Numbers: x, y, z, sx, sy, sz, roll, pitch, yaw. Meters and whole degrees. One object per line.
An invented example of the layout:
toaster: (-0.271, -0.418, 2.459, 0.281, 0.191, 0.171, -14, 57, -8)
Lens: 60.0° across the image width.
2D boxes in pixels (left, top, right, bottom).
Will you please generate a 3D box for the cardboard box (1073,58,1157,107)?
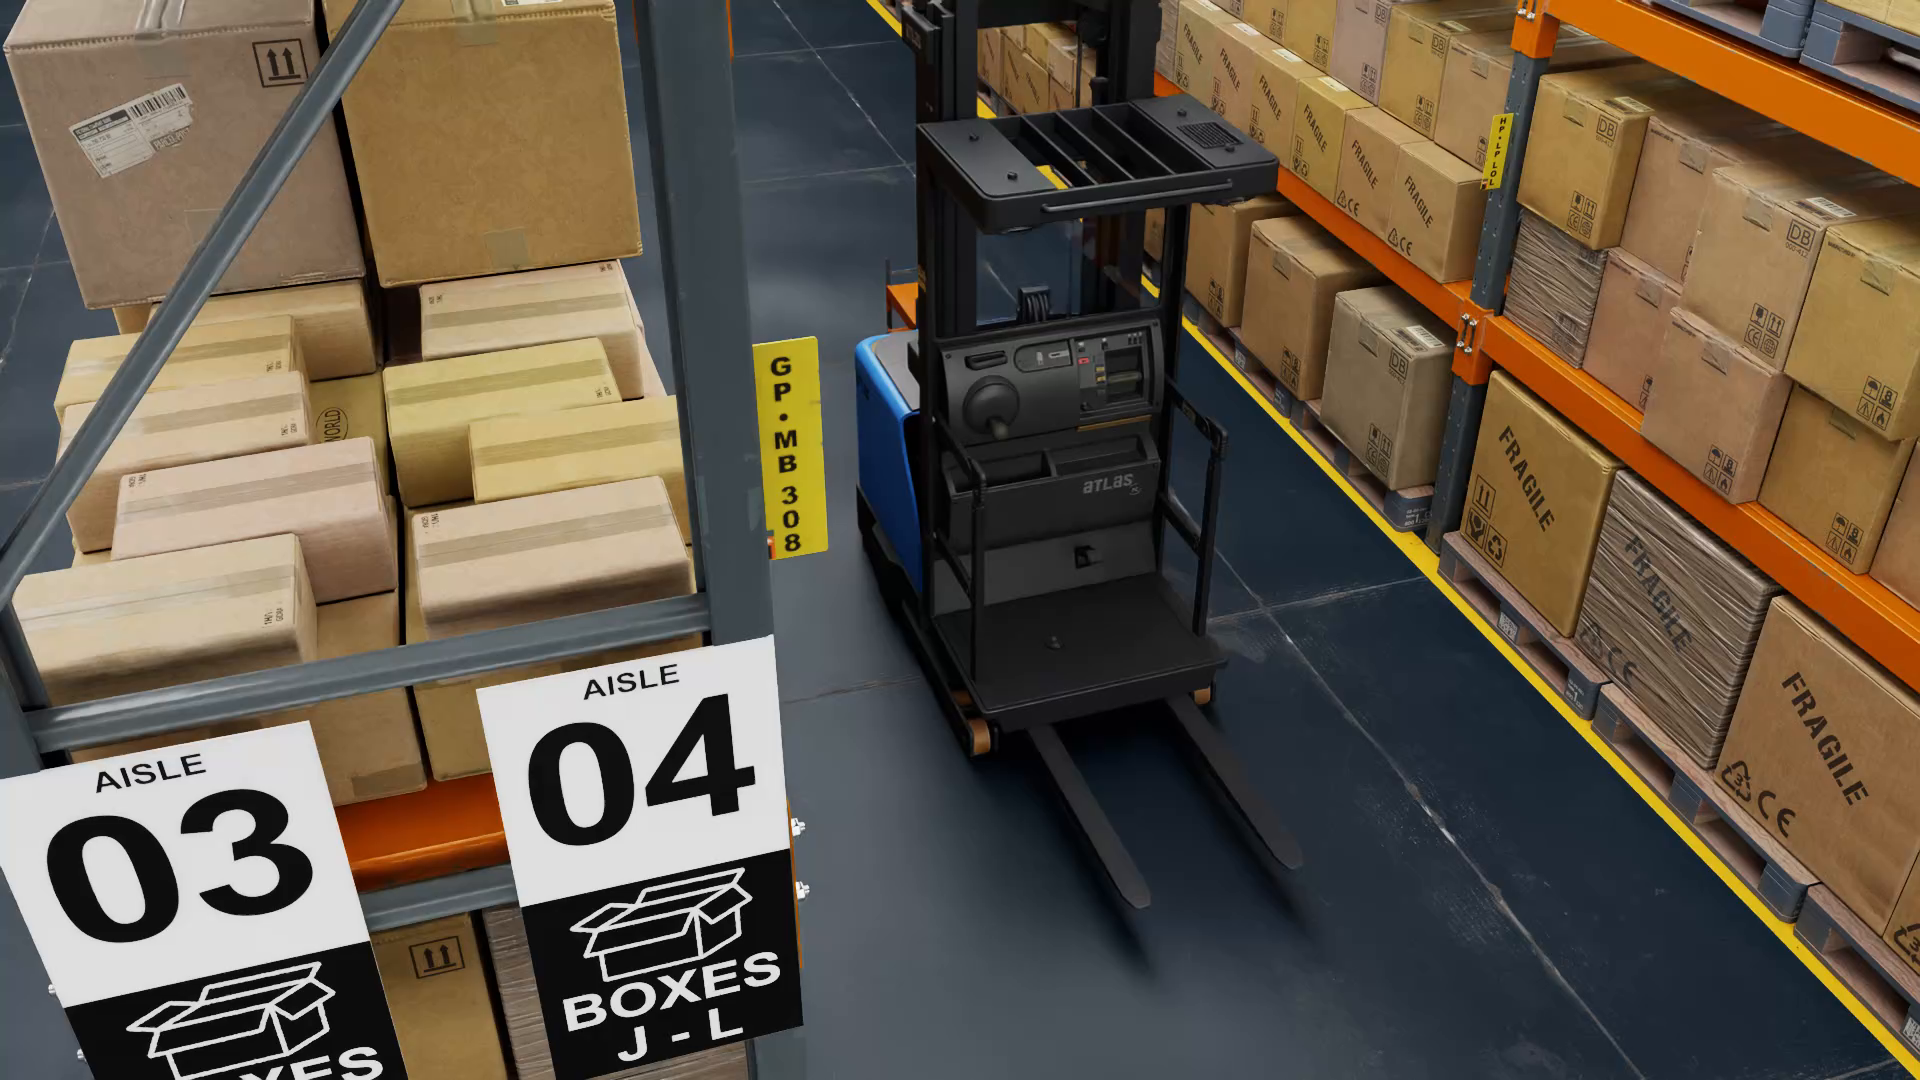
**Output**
cardboard box: (1.110, -3.148, 11.500, 0.500, 0.250, 0.500, -11, 35, -16)

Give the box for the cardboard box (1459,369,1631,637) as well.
cardboard box: (2.913, -0.235, 7.431, 0.875, 0.875, 0.875, -9, 35, -14)

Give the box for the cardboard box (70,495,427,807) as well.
cardboard box: (-1.135, 0.194, 2.651, 0.500, 0.250, 0.500, -9, 35, -14)

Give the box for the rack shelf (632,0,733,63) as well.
rack shelf: (-1.356, -1.658, 3.253, 1.077, 0.370, 4.000, -10, 35, -15)

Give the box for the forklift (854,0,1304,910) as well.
forklift: (0.451, -0.583, 6.473, 1.130, 2.935, 3.031, -11, 35, -16)

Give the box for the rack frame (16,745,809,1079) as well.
rack frame: (-0.746, 1.593, 3.118, 1.000, 3.000, 0.127, -10, 35, -15)

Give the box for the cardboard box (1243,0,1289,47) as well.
cardboard box: (2.010, -3.075, 9.185, 0.700, 0.500, 0.500, -11, 35, -15)

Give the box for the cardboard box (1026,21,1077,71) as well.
cardboard box: (0.805, -3.681, 12.306, 0.500, 0.250, 0.500, -9, 35, -14)

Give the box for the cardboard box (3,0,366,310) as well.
cardboard box: (-1.460, -0.804, 3.211, 0.500, 0.500, 0.500, -10, 35, -15)

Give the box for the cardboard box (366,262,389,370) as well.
cardboard box: (-1.439, -0.338, 3.456, 0.500, 0.250, 0.500, -9, 35, -14)

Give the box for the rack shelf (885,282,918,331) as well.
rack shelf: (-0.173, -1.104, 8.120, 0.258, 0.148, 0.480, -11, 35, -16)

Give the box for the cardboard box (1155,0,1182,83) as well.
cardboard box: (1.448, -3.149, 10.203, 0.500, 0.500, 0.500, -10, 35, -14)

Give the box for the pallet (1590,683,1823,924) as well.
pallet: (3.321, 0.930, 6.652, 1.003, 0.211, 1.213, -10, 35, -15)

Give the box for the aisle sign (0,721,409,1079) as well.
aisle sign: (-1.013, 0.592, 2.276, 0.394, 0.787, 0.004, -10, 35, -15)

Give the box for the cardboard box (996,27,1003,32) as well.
cardboard box: (0.486, -4.222, 13.124, 0.500, 0.250, 0.500, -9, 35, -13)

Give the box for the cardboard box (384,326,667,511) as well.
cardboard box: (-0.810, -0.162, 3.189, 0.500, 0.250, 0.500, -11, 35, -16)

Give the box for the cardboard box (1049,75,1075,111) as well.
cardboard box: (0.963, -3.095, 12.100, 0.500, 0.500, 0.500, -9, 34, -13)

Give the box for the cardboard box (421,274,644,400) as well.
cardboard box: (-0.807, -0.365, 3.135, 0.380, 0.149, 0.250, -9, 34, -13)

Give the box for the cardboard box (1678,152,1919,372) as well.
cardboard box: (3.180, -1.026, 5.966, 0.875, 0.550, 0.550, -10, 35, -15)

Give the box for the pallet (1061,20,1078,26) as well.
pallet: (1.249, -3.664, 11.248, 1.213, 0.211, 1.003, -10, 35, -15)

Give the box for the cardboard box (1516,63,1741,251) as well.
cardboard box: (2.868, -1.602, 6.837, 0.875, 0.550, 0.550, -10, 35, -15)

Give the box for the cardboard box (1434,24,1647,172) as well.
cardboard box: (2.631, -2.006, 7.568, 0.700, 0.500, 0.500, -11, 35, -16)

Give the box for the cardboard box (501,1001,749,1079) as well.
cardboard box: (-0.888, 1.134, 3.453, 0.875, 0.500, 0.500, -10, 35, -15)

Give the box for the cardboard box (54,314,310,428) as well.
cardboard box: (-1.383, -0.265, 2.983, 0.380, 0.149, 0.250, -10, 35, -14)

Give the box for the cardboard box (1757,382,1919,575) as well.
cardboard box: (3.411, -0.309, 5.861, 0.875, 0.550, 0.500, -10, 35, -15)

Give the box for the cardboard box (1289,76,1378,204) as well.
cardboard box: (2.066, -2.089, 8.600, 0.500, 0.500, 0.500, -10, 35, -14)

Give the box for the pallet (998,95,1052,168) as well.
pallet: (0.963, -3.275, 13.014, 1.003, 0.211, 1.213, -10, 35, -15)

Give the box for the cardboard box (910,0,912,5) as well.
cardboard box: (-0.238, -4.901, 15.151, 0.380, 0.149, 0.250, -11, 35, -16)

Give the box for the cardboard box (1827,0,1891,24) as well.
cardboard box: (2.966, -1.735, 5.190, 0.380, 0.149, 0.250, -10, 35, -15)

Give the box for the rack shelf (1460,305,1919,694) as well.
rack shelf: (3.398, 0.062, 6.087, 1.077, 0.370, 4.000, -10, 35, -15)

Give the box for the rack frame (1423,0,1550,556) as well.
rack frame: (2.788, -1.288, 7.478, 1.000, 3.000, 0.127, -10, 35, -15)

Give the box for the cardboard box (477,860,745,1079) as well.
cardboard box: (-0.654, 0.676, 3.239, 0.500, 0.500, 0.500, -10, 35, -15)

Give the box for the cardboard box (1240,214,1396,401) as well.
cardboard box: (2.222, -1.342, 9.220, 1.050, 0.750, 0.750, -10, 35, -15)

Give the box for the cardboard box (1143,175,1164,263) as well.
cardboard box: (1.668, -2.290, 10.654, 1.050, 0.750, 0.750, -10, 35, -15)

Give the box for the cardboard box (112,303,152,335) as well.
cardboard box: (-1.518, -0.540, 3.399, 0.380, 0.149, 0.250, -12, 35, -17)

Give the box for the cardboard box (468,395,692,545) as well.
cardboard box: (-0.597, -0.098, 2.731, 0.380, 0.149, 0.250, -9, 35, -14)

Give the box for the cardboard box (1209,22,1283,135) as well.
cardboard box: (1.759, -2.617, 9.399, 0.500, 0.500, 0.500, -10, 35, -15)

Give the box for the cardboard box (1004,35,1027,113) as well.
cardboard box: (0.656, -3.638, 12.921, 0.500, 0.500, 0.500, -9, 35, -14)

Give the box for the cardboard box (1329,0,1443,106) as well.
cardboard box: (2.318, -2.542, 8.378, 0.700, 0.500, 0.500, -10, 35, -14)

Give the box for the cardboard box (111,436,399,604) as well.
cardboard box: (-1.096, -0.012, 2.600, 0.380, 0.149, 0.250, -11, 35, -16)

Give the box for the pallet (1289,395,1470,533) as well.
pallet: (2.481, -0.517, 8.841, 1.003, 0.211, 1.213, -10, 35, -15)

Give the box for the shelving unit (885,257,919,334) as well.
shelving unit: (-0.173, -0.777, 8.337, 0.258, 1.200, 0.503, -11, 35, -16)

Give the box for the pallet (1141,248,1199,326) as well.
pallet: (1.737, -1.798, 10.780, 1.003, 0.211, 1.213, -10, 35, -15)

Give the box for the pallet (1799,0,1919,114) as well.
pallet: (3.396, -1.432, 5.055, 1.003, 0.211, 1.213, -10, 35, -15)

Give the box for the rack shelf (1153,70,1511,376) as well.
rack shelf: (2.178, -2.038, 9.266, 1.077, 0.370, 4.000, -10, 35, -15)

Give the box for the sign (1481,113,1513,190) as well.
sign: (2.274, -1.642, 7.035, 0.100, 0.325, 0.005, -10, 35, -15)

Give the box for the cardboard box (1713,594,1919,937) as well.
cardboard box: (3.468, 0.717, 5.991, 0.875, 0.875, 0.875, -11, 35, -15)

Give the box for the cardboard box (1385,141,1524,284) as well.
cardboard box: (2.374, -1.559, 7.797, 0.500, 0.500, 0.500, -10, 35, -15)

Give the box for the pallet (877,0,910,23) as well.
pallet: (-0.267, -5.313, 16.099, 1.003, 0.211, 1.213, -10, 35, -15)

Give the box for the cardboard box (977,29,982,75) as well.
cardboard box: (0.321, -4.188, 13.753, 0.500, 0.500, 0.500, -9, 34, -13)

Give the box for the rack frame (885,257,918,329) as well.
rack frame: (-0.252, -0.904, 8.530, 0.240, 1.200, 0.015, -11, 35, -16)

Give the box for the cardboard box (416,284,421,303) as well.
cardboard box: (-0.974, -0.634, 3.542, 0.380, 0.149, 0.250, -12, 35, -17)

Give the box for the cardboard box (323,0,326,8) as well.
cardboard box: (-2.015, -1.511, 4.870, 0.380, 0.149, 0.250, -12, 35, -17)

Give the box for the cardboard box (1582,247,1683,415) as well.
cardboard box: (3.101, -0.874, 6.716, 0.875, 0.550, 0.550, -10, 35, -15)
